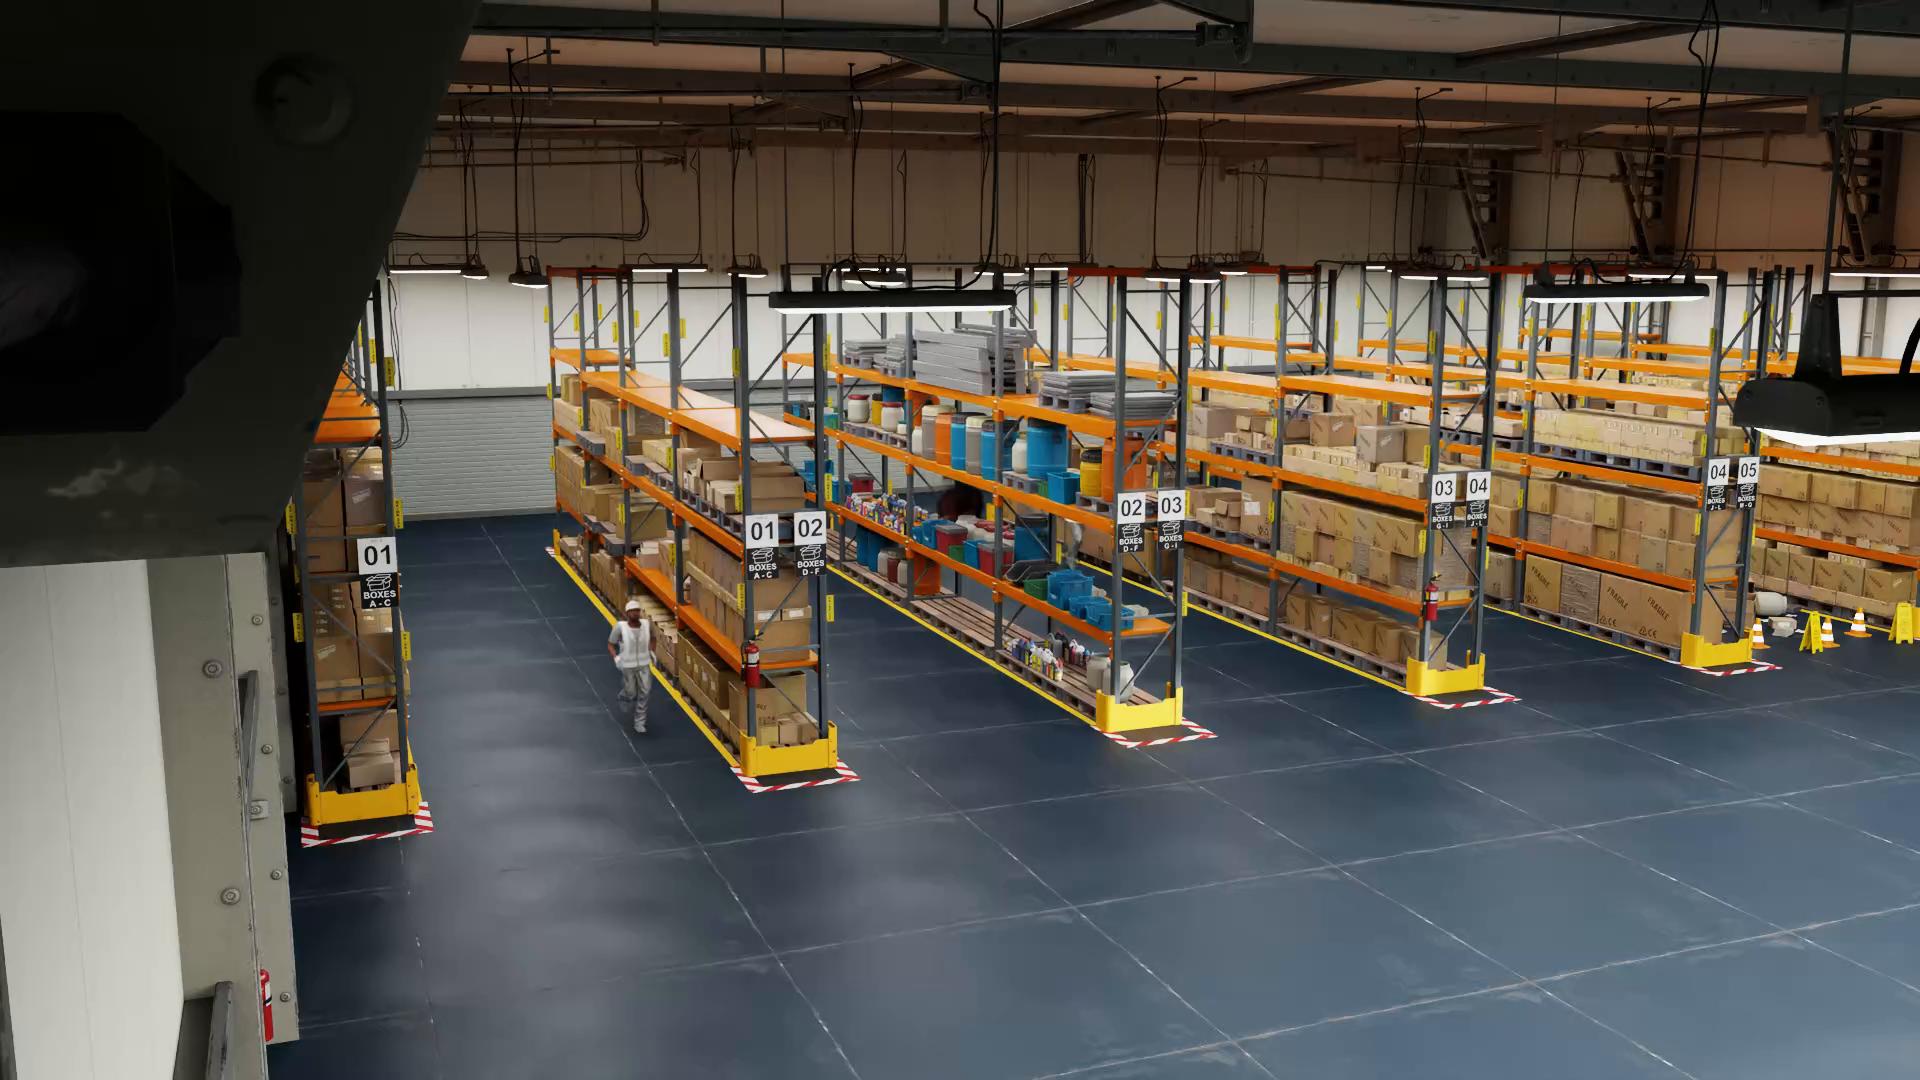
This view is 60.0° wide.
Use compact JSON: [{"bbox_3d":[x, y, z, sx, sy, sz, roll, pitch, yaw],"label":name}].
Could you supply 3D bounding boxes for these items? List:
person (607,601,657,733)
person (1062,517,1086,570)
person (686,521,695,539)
[{"bbox_3d":[-4.338,1.660,22.167,0.681,1.746,0.726,-5,11,-26],"label":"person"},{"bbox_3d":[2.249,-0.308,31.824,0.683,1.820,0.729,-6,11,-29],"label":"person"},{"bbox_3d":[-5.410,-0.390,33.775,0.662,1.717,0.967,-5,11,-27],"label":"person"}]
